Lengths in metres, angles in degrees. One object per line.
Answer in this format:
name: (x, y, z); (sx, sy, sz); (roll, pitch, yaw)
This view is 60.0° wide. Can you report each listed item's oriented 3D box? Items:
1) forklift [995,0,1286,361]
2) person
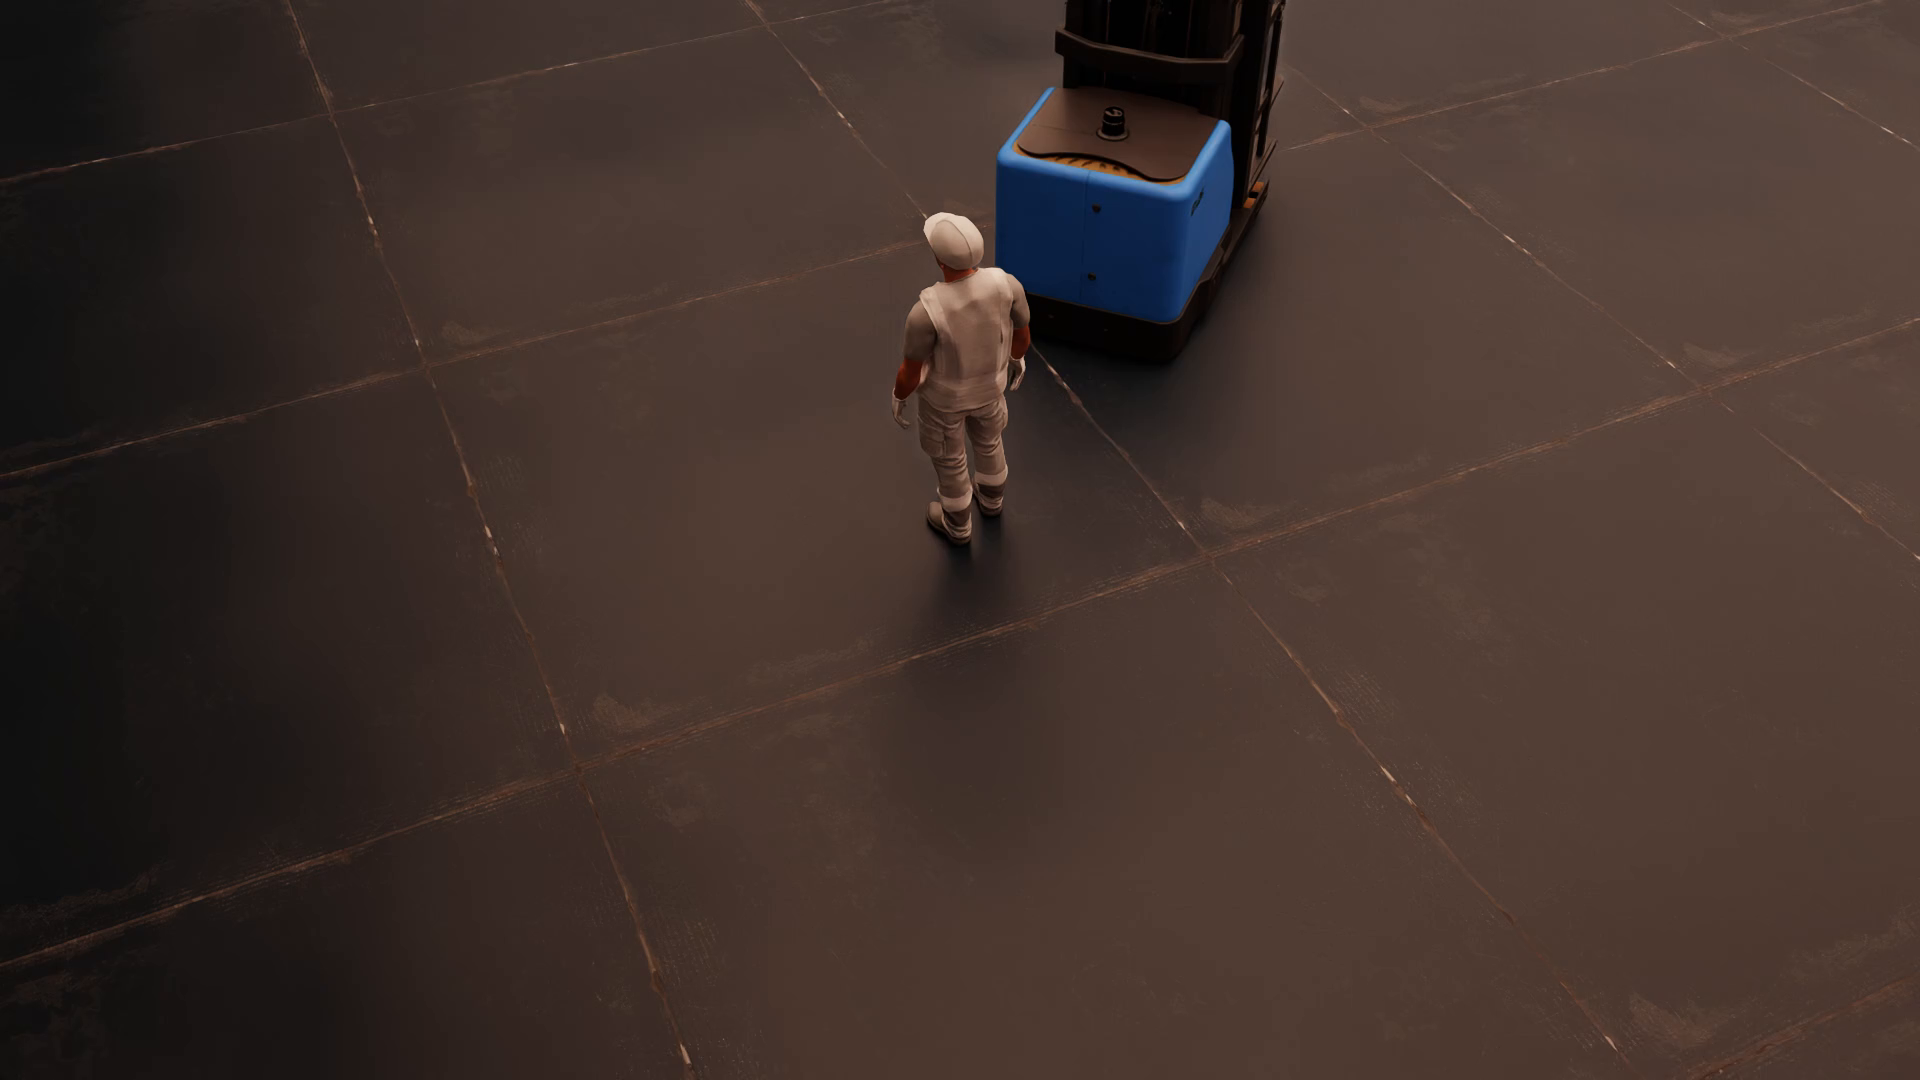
forklift: (1.197, -3.026, 8.923); (1.130, 2.935, 3.031); (16, 45, 16)
person: (-0.023, -0.712, 7.270); (0.638, 1.787, 0.564); (-18, 46, -18)
